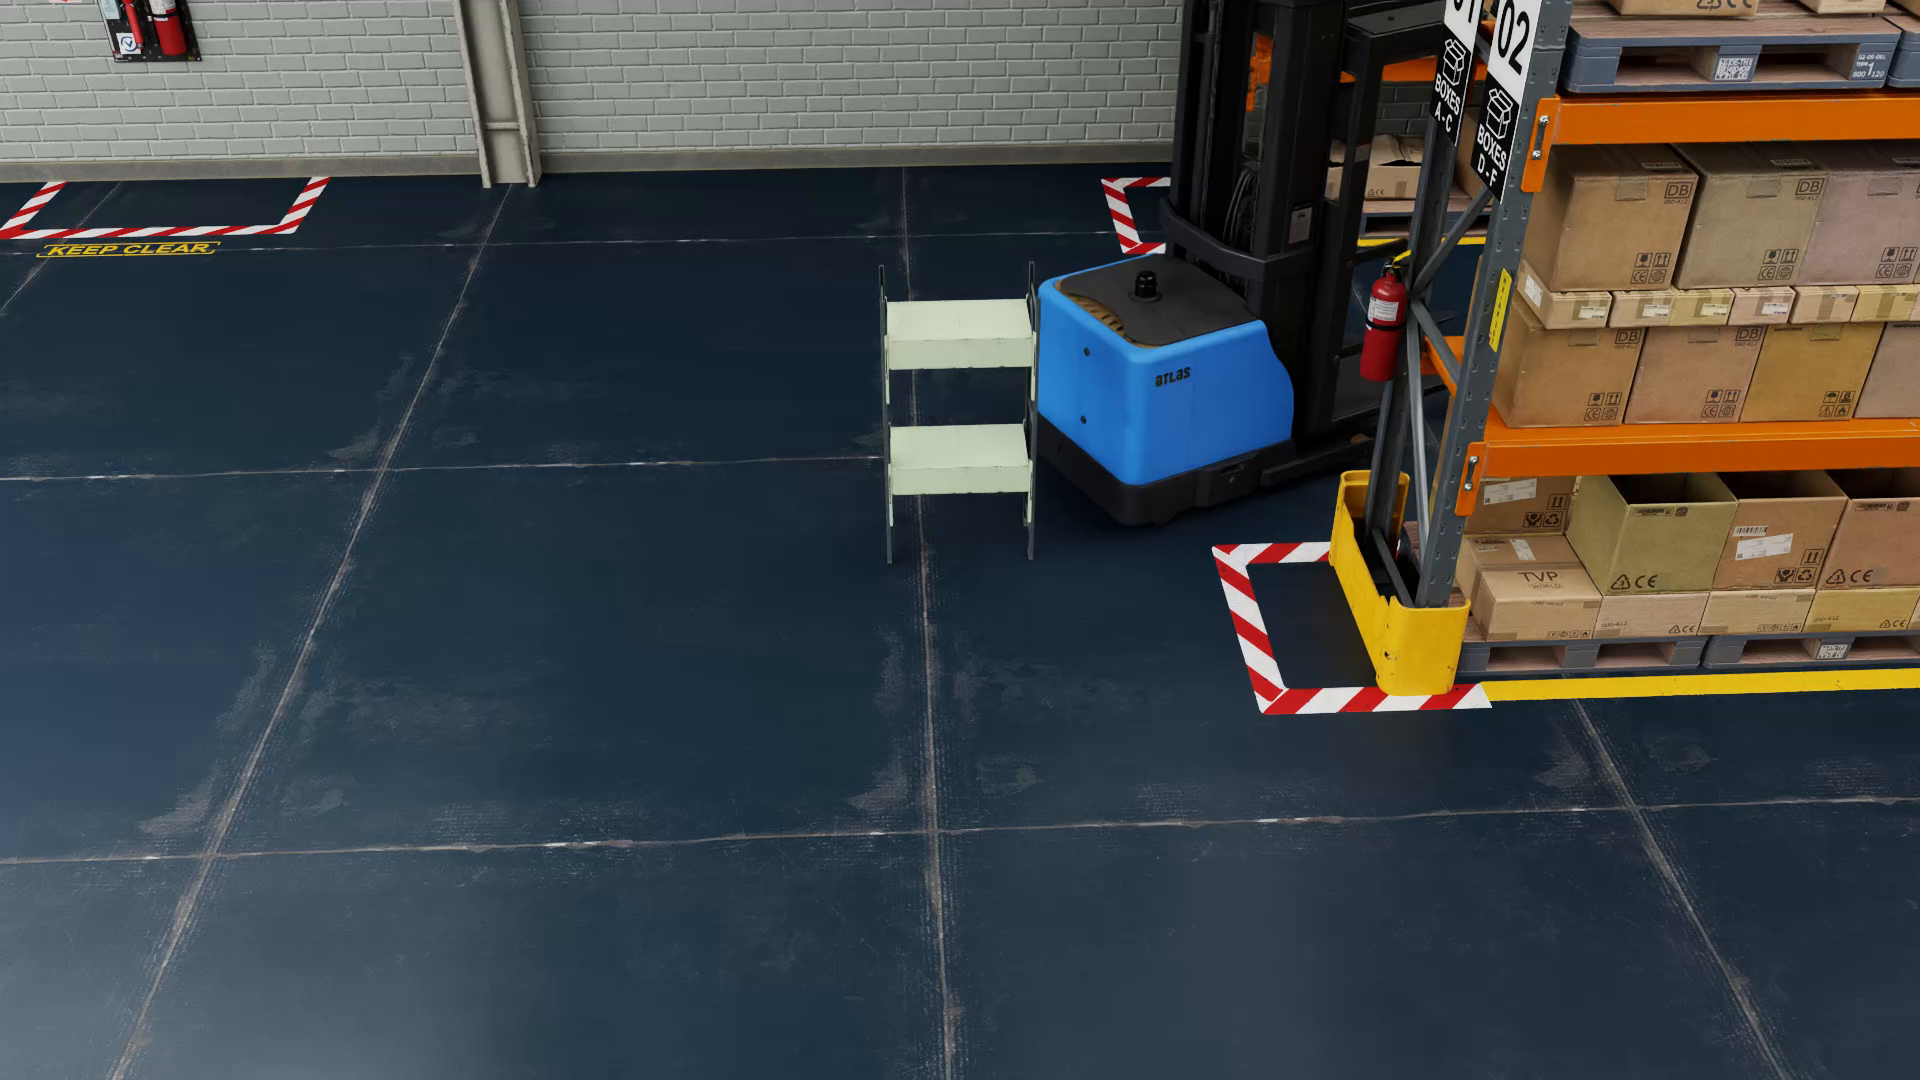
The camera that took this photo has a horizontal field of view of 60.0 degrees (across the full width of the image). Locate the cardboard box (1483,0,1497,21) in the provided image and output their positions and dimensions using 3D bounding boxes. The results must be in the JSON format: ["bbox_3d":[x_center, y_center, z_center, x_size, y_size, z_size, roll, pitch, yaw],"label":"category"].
[{"bbox_3d":[3.399,-3.774,11.059,0.500,0.500,0.500,-3,35,-4],"label":"cardboard box"}]

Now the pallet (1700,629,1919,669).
[{"bbox_3d":[4.113,0.228,8.272,1.213,0.211,1.003,-2,35,-2],"label":"pallet"}]

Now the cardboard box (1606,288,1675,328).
[{"bbox_3d":[2.801,-1.048,7.007,0.250,0.149,0.380,-2,35,-3],"label":"cardboard box"}]

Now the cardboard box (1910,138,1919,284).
[{"bbox_3d":[4.184,-1.470,7.046,0.500,0.500,0.700,-2,35,-2],"label":"cardboard box"}]

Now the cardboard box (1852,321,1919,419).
[{"bbox_3d":[4.149,-0.933,7.411,0.500,0.500,0.700,-1,35,-1],"label":"cardboard box"}]

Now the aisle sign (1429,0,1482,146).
[{"bbox_3d":[2.056,-2.078,6.868,0.004,0.787,0.394,-2,35,-2],"label":"aisle sign"}]

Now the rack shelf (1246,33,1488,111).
[{"bbox_3d":[3.895,-3.417,11.720,4.000,0.370,1.077,-2,35,-2],"label":"rack shelf"}]

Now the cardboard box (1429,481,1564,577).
[{"bbox_3d":[2.657,-0.068,8.296,0.500,0.250,0.500,-2,35,-2],"label":"cardboard box"}]

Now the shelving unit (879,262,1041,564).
[{"bbox_3d":[-0.007,-0.617,8.359,0.755,1.500,0.431,-2,35,-2],"label":"shelving unit"}]

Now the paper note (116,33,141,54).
[{"bbox_3d":[-6.088,-3.635,12.177,0.142,0.148,0.016,-2,35,-2],"label":"paper note"}]

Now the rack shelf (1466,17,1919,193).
[{"bbox_3d":[4.133,-1.835,6.798,4.000,0.370,1.077,-2,35,-2],"label":"rack shelf"}]

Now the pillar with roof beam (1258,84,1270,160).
[{"bbox_3d":[2.759,-4.189,6.932,0.400,9.000,9.100,-2,35,-2],"label":"pillar with roof beam"}]

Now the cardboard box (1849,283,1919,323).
[{"bbox_3d":[3.824,-1.075,7.046,0.250,0.149,0.380,-2,35,-3],"label":"cardboard box"}]

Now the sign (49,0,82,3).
[{"bbox_3d":[-6.465,-4.022,11.930,0.234,0.329,0.001,-2,35,-2],"label":"sign"}]

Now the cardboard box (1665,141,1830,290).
[{"bbox_3d":[3.180,-1.442,7.006,0.500,0.500,0.700,-2,35,-3],"label":"cardboard box"}]

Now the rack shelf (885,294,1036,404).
[{"bbox_3d":[-0.007,-0.937,8.137,0.720,0.370,0.431,-2,35,-2],"label":"rack shelf"}]

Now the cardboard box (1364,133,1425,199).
[{"bbox_3d":[3.162,-2.717,12.053,0.500,0.311,0.500,1,35,2],"label":"cardboard box"}]

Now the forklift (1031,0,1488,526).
[{"bbox_3d":[1.941,-1.881,8.929,3.031,2.935,1.130,-18,38,-24],"label":"forklift"}]

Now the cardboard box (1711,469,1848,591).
[{"bbox_3d":[3.680,-0.117,7.708,0.500,0.500,0.500,-2,35,-2],"label":"cardboard box"}]

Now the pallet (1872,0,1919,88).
[{"bbox_3d":[4.064,-2.079,6.597,1.213,0.211,1.003,-2,35,-2],"label":"pallet"}]

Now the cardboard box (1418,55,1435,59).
[{"bbox_3d":[2.918,-3.460,11.265,0.500,0.250,0.500,-3,35,-4],"label":"cardboard box"}]

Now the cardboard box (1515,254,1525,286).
[{"bbox_3d":[2.508,-1.270,7.327,0.250,0.149,0.380,-2,35,-3],"label":"cardboard box"}]

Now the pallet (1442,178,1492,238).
[{"bbox_3d":[4.002,-2.547,12.282,1.213,0.211,1.003,-2,35,-2],"label":"pallet"}]

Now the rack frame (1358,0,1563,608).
[{"bbox_3d":[2.135,-0.843,7.369,0.127,3.000,1.000,-2,35,-2],"label":"rack frame"}]

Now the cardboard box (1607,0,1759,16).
[{"bbox_3d":[2.710,-2.363,6.346,0.637,0.503,0.797,1,35,1],"label":"cardboard box"}]

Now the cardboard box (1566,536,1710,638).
[{"bbox_3d":[3.181,0.211,7.893,0.500,0.250,0.500,-2,35,-2],"label":"cardboard box"}]

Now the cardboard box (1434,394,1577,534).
[{"bbox_3d":[2.657,-0.377,8.084,0.500,0.500,0.500,-2,35,-2],"label":"cardboard box"}]

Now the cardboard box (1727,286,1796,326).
[{"bbox_3d":[3.303,-1.060,7.023,0.250,0.149,0.380,-2,35,-3],"label":"cardboard box"}]

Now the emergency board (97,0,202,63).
[{"bbox_3d":[-5.908,-3.963,11.877,0.643,1.169,0.194,-2,35,-2],"label":"emergency board"}]

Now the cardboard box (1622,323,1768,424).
[{"bbox_3d":[3.127,-0.907,7.373,0.500,0.500,0.700,-1,35,-1],"label":"cardboard box"}]

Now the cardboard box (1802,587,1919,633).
[{"bbox_3d":[4.180,0.187,7.927,0.500,0.250,0.500,-2,35,-2],"label":"cardboard box"}]

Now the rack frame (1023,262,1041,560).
[{"bbox_3d":[0.359,-0.626,8.373,0.023,1.500,0.400,-2,35,-2],"label":"rack frame"}]
